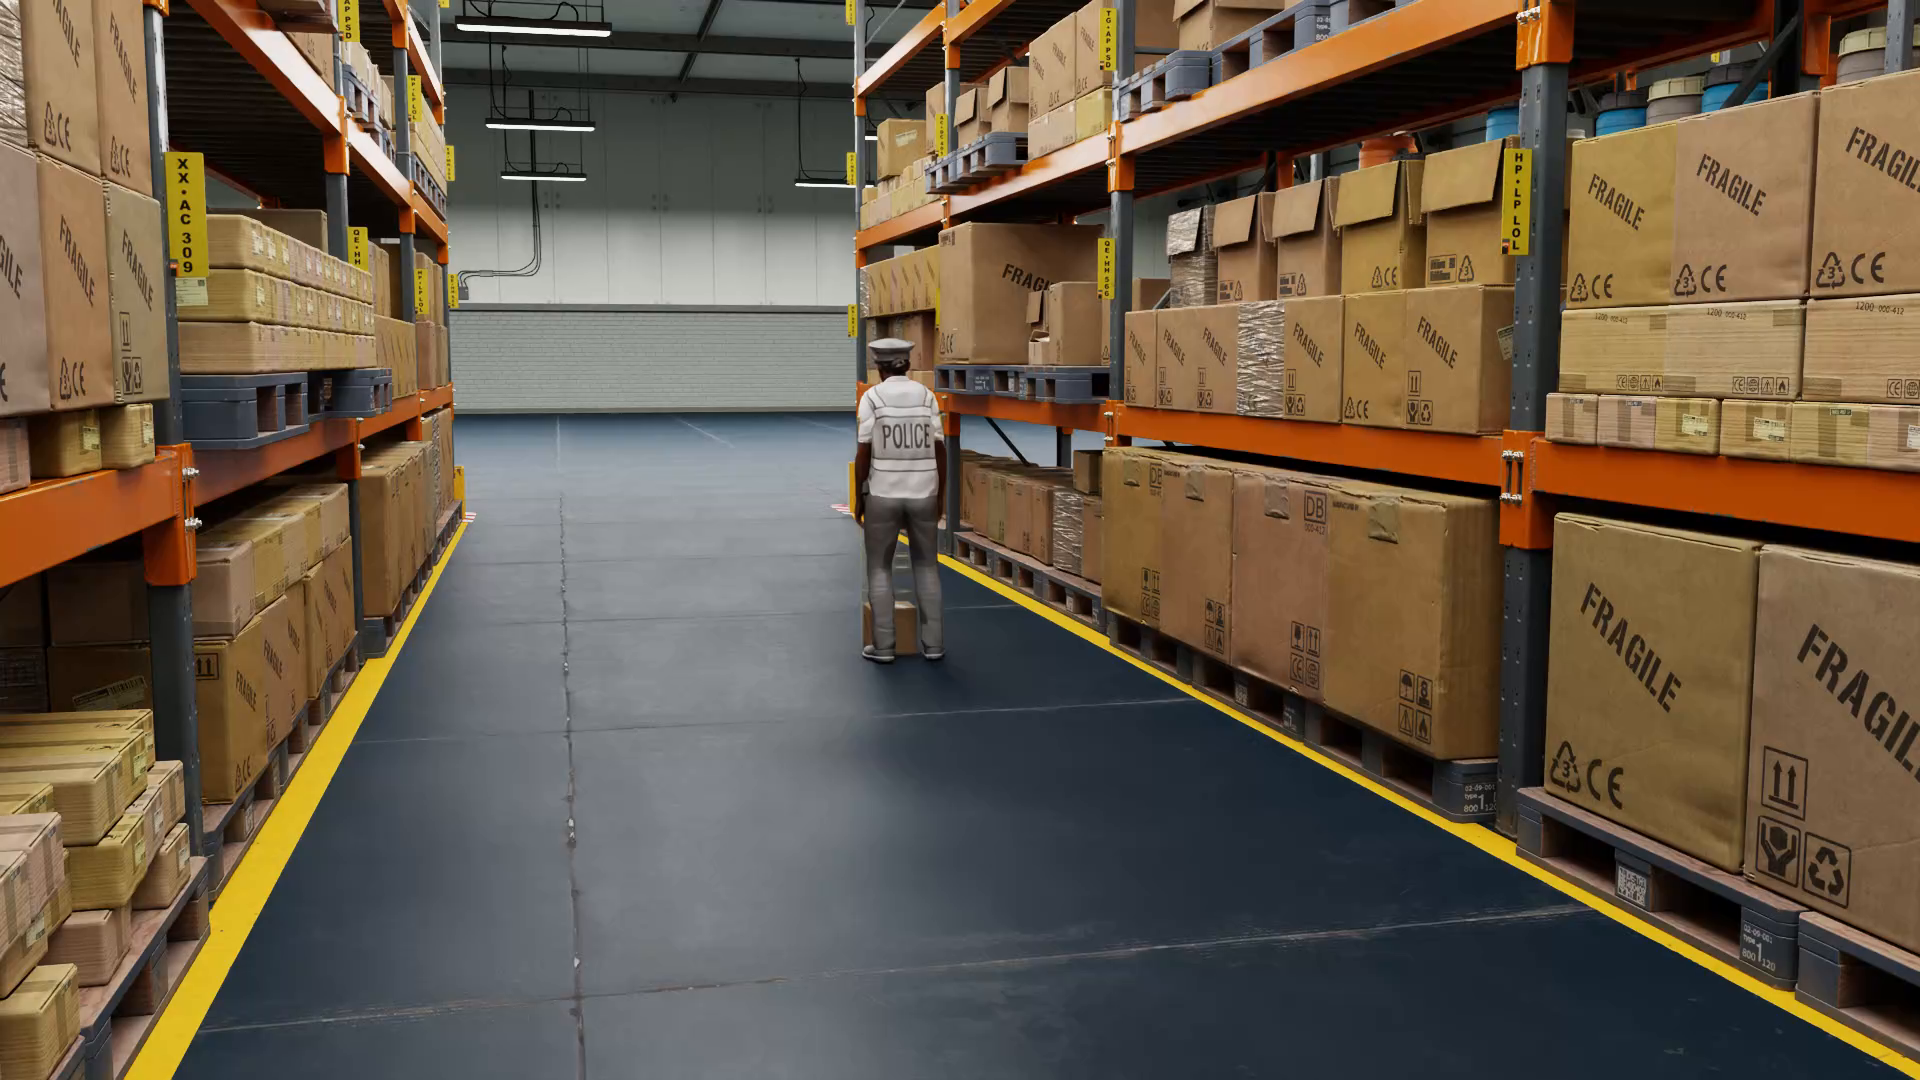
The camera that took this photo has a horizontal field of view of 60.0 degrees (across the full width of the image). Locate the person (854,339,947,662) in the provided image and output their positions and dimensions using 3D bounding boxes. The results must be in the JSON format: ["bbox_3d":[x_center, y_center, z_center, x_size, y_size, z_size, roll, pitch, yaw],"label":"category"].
[{"bbox_3d":[-0.301,-0.204,8.562,0.511,1.657,0.394,-2,6,-16],"label":"person"}]
